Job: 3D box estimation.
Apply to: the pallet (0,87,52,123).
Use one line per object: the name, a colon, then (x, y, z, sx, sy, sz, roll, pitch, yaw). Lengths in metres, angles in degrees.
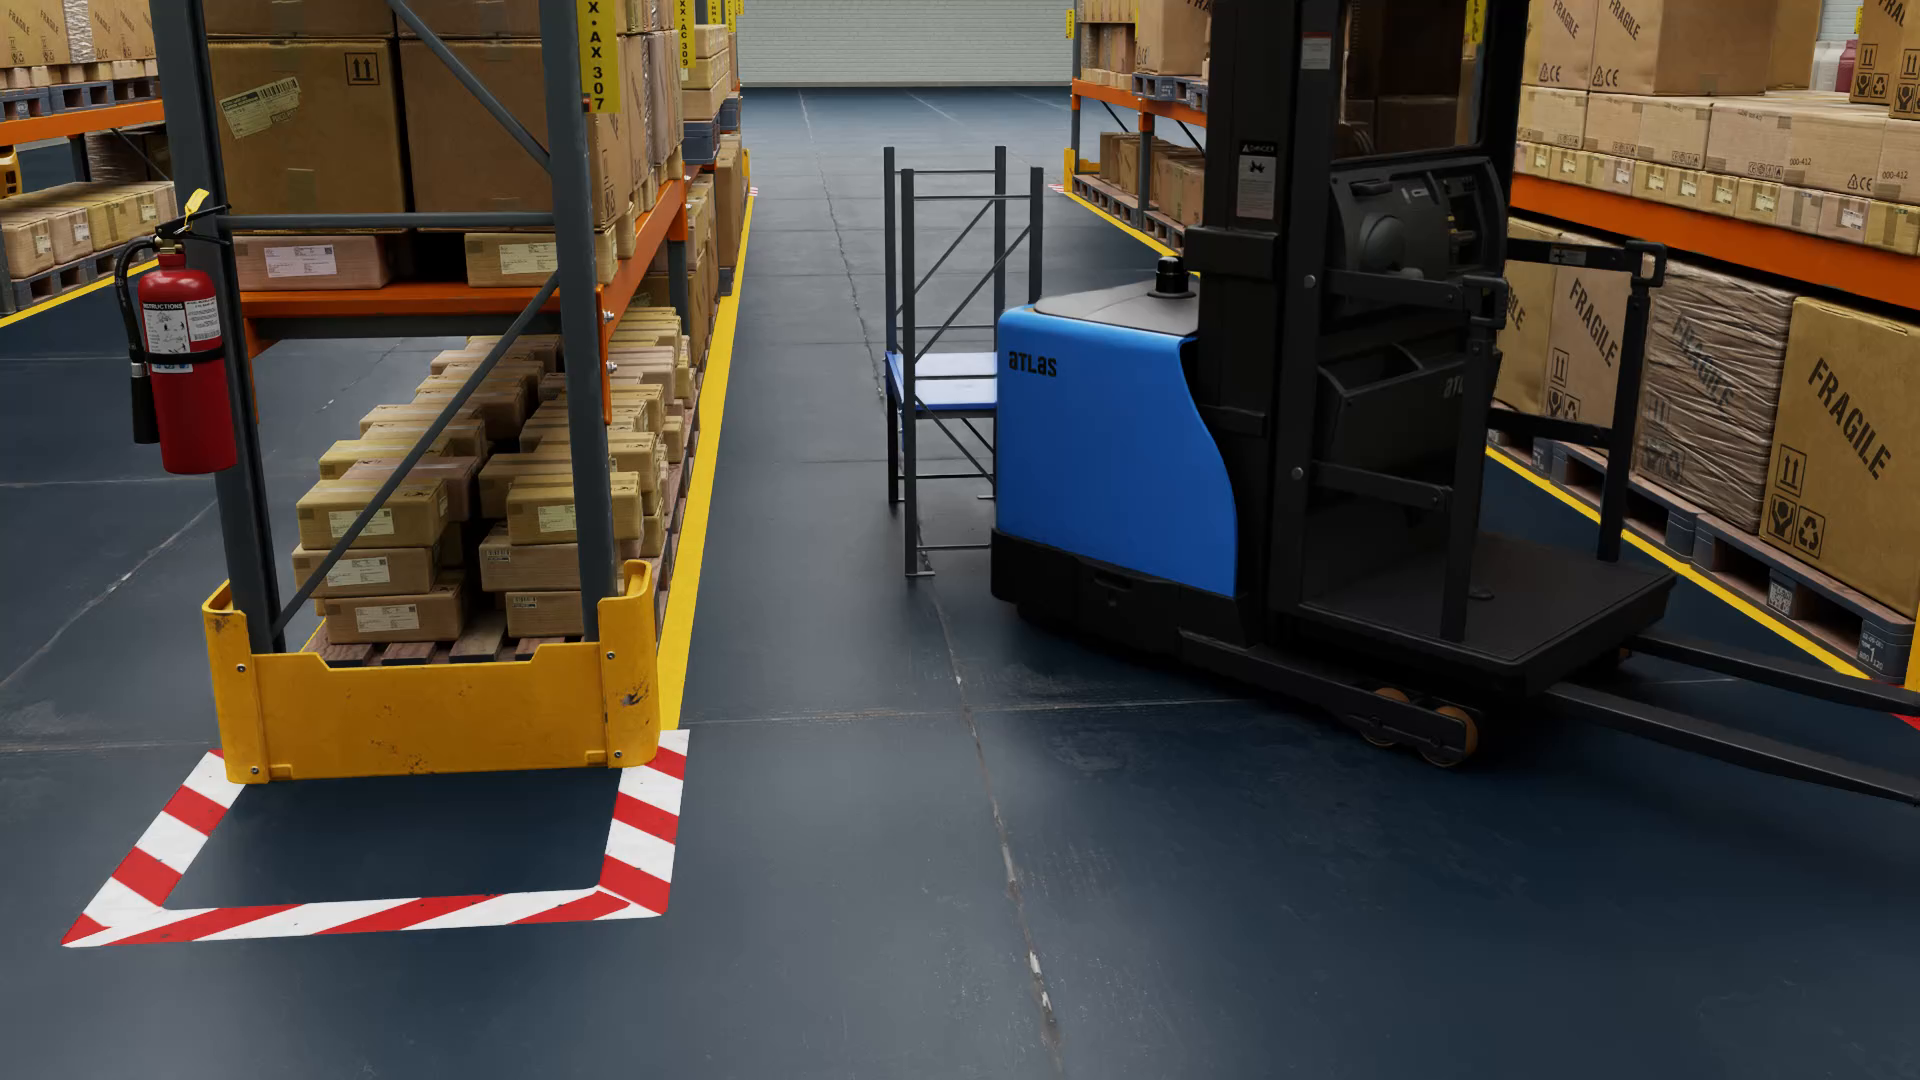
pallet: (-7.367, -3.125, 11.945, 1.213, 0.211, 1.003, -2, 18, -6)

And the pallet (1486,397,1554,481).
pallet: (3.083, -0.563, 8.118, 1.003, 0.211, 1.213, -2, 18, -6)

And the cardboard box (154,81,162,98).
cardboard box: (-7.314, -4.184, 15.415, 0.380, 0.149, 0.250, -2, 18, -6)

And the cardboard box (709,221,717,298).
cardboard box: (-1.897, -1.856, 11.053, 0.500, 0.500, 0.500, -1, 17, -3)

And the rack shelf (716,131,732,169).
rack shelf: (-2.481, -3.444, 13.839, 1.077, 0.370, 4.000, -2, 18, -6)

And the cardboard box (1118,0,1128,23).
cardboard box: (1.884, -5.447, 16.687, 0.500, 0.500, 0.500, -2, 18, -6)

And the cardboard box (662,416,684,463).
cardboard box: (-1.376, -0.425, 7.081, 0.380, 0.149, 0.250, -2, 18, -6)

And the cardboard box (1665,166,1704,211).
cardboard box: (2.973, -1.362, 6.427, 0.380, 0.149, 0.250, -1, 17, -5)

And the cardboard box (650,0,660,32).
cardboard box: (-1.447, -2.227, 6.431, 0.500, 0.500, 0.500, -1, 17, -4)

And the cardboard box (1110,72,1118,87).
cardboard box: (1.802, -4.888, 17.659, 0.380, 0.149, 0.250, -2, 18, -6)

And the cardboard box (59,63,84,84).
cardboard box: (-7.155, -3.674, 13.090, 0.380, 0.149, 0.250, -1, 17, -4)

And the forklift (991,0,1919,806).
forklift: (1.514, -0.939, 4.774, 3.031, 2.935, 1.130, 16, 24, 42)

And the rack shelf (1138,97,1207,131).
rack shelf: (2.463, -3.567, 14.231, 1.077, 0.370, 4.000, -2, 18, -6)

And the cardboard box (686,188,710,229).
cardboard box: (-1.843, -2.059, 10.447, 0.500, 0.250, 0.500, -1, 17, -4)

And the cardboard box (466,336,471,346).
cardboard box: (-2.063, -0.930, 7.698, 0.380, 0.149, 0.250, -1, 17, -3)

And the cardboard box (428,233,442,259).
cardboard box: (-1.793, -0.926, 5.037, 0.380, 0.149, 0.250, -2, 18, -6)

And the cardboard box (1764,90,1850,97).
cardboard box: (3.497, -1.763, 7.039, 0.500, 0.250, 0.500, -1, 17, -5)

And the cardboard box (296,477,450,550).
cardboard box: (-1.756, -0.081, 4.994, 0.380, 0.149, 0.250, -2, 17, -5)

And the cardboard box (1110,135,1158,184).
cardboard box: (1.988, -4.342, 18.971, 0.500, 0.500, 0.500, 3, 18, 9)

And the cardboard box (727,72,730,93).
cardboard box: (-1.743, -3.065, 11.149, 0.380, 0.149, 0.250, -2, 18, -6)

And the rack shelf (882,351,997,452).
rack shelf: (-0.009, -0.569, 6.587, 0.538, 0.185, 1.000, -2, 18, -6)

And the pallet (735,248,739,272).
pallet: (-2.403, -2.460, 14.162, 1.003, 0.211, 1.213, -2, 18, -6)

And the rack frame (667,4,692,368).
rack frame: (-1.862, -1.999, 8.037, 1.000, 3.000, 0.127, -2, 18, -6)

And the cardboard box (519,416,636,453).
cardboard box: (-1.320, -0.327, 5.776, 0.380, 0.149, 0.250, -3, 18, -8)

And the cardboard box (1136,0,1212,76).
cardboard box: (2.200, -4.751, 15.101, 1.000, 1.000, 1.000, -2, 18, -5)

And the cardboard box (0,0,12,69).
cardboard box: (-7.004, -3.539, 11.578, 0.500, 0.500, 0.500, -2, 18, -7)

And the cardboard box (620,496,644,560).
cardboard box: (-1.220, -0.037, 5.349, 0.380, 0.149, 0.250, -2, 18, -6)

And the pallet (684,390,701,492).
pallet: (-1.757, -0.470, 7.821, 1.003, 0.211, 1.213, -2, 18, -6)

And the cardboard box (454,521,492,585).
cardboard box: (-1.780, 0.047, 5.578, 0.380, 0.149, 0.250, -2, 18, -6)

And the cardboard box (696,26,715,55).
cardboard box: (-1.504, -2.655, 8.850, 0.380, 0.149, 0.250, -2, 18, -5)

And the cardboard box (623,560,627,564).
cardboard box: (-1.326, 0.037, 5.610, 0.380, 0.149, 0.250, -2, 17, -5)

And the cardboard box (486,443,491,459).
cardboard box: (-1.909, -0.247, 6.017, 0.380, 0.149, 0.250, -2, 17, -5)

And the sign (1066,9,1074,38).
sign: (1.305, -6.094, 19.634, 0.100, 0.325, 0.005, -2, 18, -6)

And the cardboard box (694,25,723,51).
cardboard box: (-1.637, -3.038, 10.072, 0.380, 0.149, 0.250, -1, 17, -3)

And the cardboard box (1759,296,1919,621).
cardboard box: (3.349, -0.305, 5.488, 0.875, 0.875, 0.875, -2, 18, -6)

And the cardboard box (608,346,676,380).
cardboard box: (-1.399, -0.719, 7.024, 0.380, 0.149, 0.250, -3, 18, -8)

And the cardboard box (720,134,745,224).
cardboard box: (-2.533, -3.328, 15.323, 1.050, 0.750, 0.750, -2, 18, -6)

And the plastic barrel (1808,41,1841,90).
plastic barrel: (7.234, -3.946, 14.051, 0.421, 0.512, 0.421, 0, 17, 0)

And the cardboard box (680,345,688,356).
cardboard box: (-1.473, -0.817, 7.834, 0.380, 0.149, 0.250, -3, 18, -8)

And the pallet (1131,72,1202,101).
pallet: (2.191, -4.182, 15.311, 1.003, 0.211, 1.213, -2, 18, -6)

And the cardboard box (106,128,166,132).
cardboard box: (-7.982, -3.765, 16.301, 0.500, 0.500, 0.500, -1, 17, -5)

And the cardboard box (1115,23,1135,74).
cardboard box: (2.104, -5.127, 17.338, 0.875, 0.500, 0.500, -2, 18, -6)

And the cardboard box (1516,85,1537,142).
cardboard box: (2.870, -2.045, 7.936, 0.500, 0.250, 0.500, -2, 18, -7)

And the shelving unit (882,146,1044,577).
shelving unit: (-0.009, -0.741, 6.533, 0.538, 1.500, 1.048, -2, 18, -6)

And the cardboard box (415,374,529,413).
cardboard box: (-1.897, -0.548, 6.480, 0.380, 0.149, 0.250, -2, 18, -5)

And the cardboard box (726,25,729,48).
cardboard box: (-1.768, -3.423, 11.299, 0.380, 0.149, 0.250, -2, 18, -8)

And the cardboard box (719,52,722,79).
cardboard box: (-1.608, -2.819, 9.871, 0.380, 0.149, 0.250, -2, 18, -7)

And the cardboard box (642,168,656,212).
cardboard box: (-1.367, -1.338, 6.350, 0.380, 0.149, 0.250, -1, 17, -5)

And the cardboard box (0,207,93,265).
cardboard box: (-7.320, -2.343, 12.818, 0.950, 0.372, 0.625, -2, 18, -7)

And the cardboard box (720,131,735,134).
cardboard box: (-2.682, -3.759, 16.489, 0.875, 0.875, 0.875, -2, 17, -5)

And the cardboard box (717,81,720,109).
cardboard box: (-1.553, -2.519, 9.411, 0.380, 0.149, 0.250, -3, 18, -8)

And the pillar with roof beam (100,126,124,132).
pillar with roof beam: (-10.730, -11.572, 28.514, 9.100, 9.000, 0.400, -2, 18, -6)
